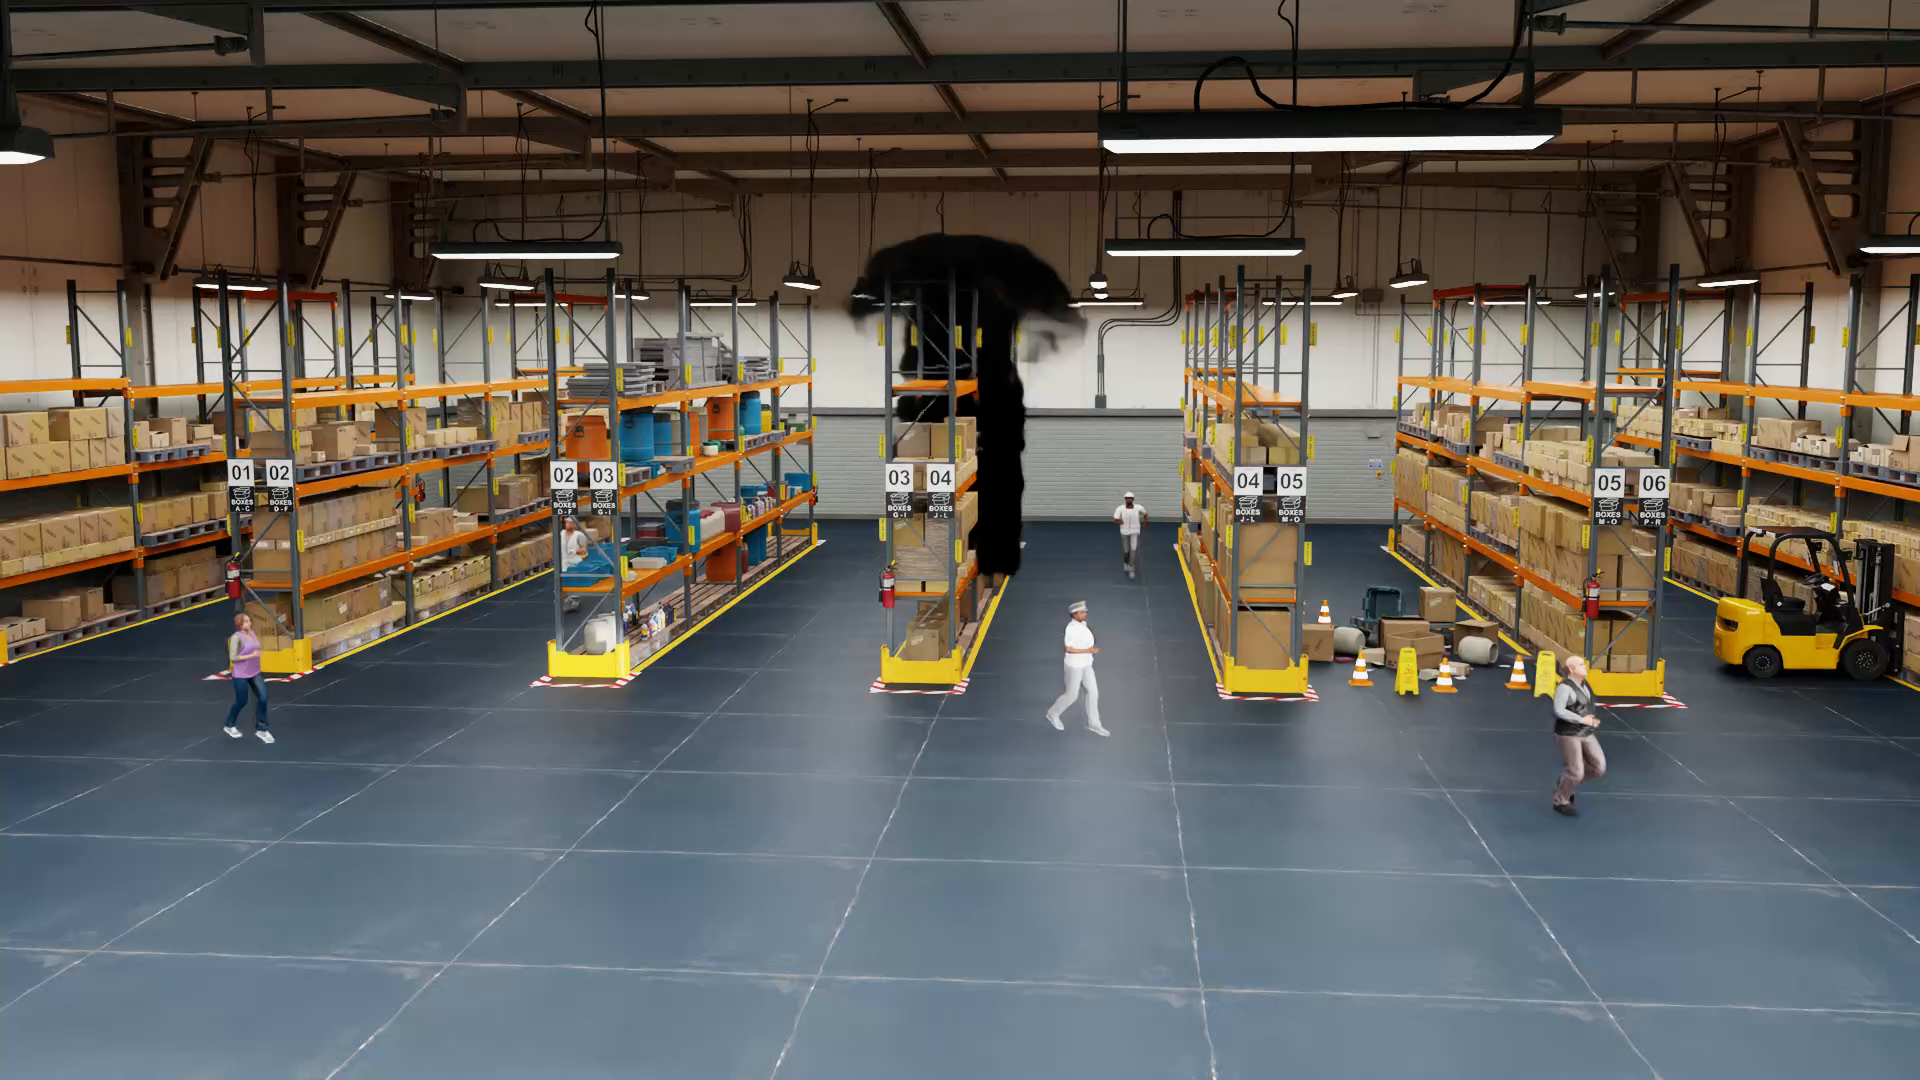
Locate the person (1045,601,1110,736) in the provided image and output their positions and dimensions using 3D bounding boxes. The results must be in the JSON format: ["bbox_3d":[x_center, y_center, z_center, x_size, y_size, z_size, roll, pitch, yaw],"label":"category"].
[{"bbox_3d":[1.490,1.597,20.963,0.870,1.698,0.578,5,8,34],"label":"person"}]

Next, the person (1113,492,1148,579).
[{"bbox_3d":[3.580,-0.129,35.009,0.707,1.768,0.969,1,7,10],"label":"person"}]

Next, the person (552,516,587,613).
[{"bbox_3d":[-7.115,0.443,30.264,0.648,1.773,0.688,0,7,-1],"label":"person"}]

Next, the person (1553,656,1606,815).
[{"bbox_3d":[6.492,2.053,17.426,0.708,1.690,0.555,-6,9,-39],"label":"person"}]

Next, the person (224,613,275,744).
[{"bbox_3d":[-8.838,1.705,20.574,0.706,1.635,0.520,3,8,24],"label":"person"}]
